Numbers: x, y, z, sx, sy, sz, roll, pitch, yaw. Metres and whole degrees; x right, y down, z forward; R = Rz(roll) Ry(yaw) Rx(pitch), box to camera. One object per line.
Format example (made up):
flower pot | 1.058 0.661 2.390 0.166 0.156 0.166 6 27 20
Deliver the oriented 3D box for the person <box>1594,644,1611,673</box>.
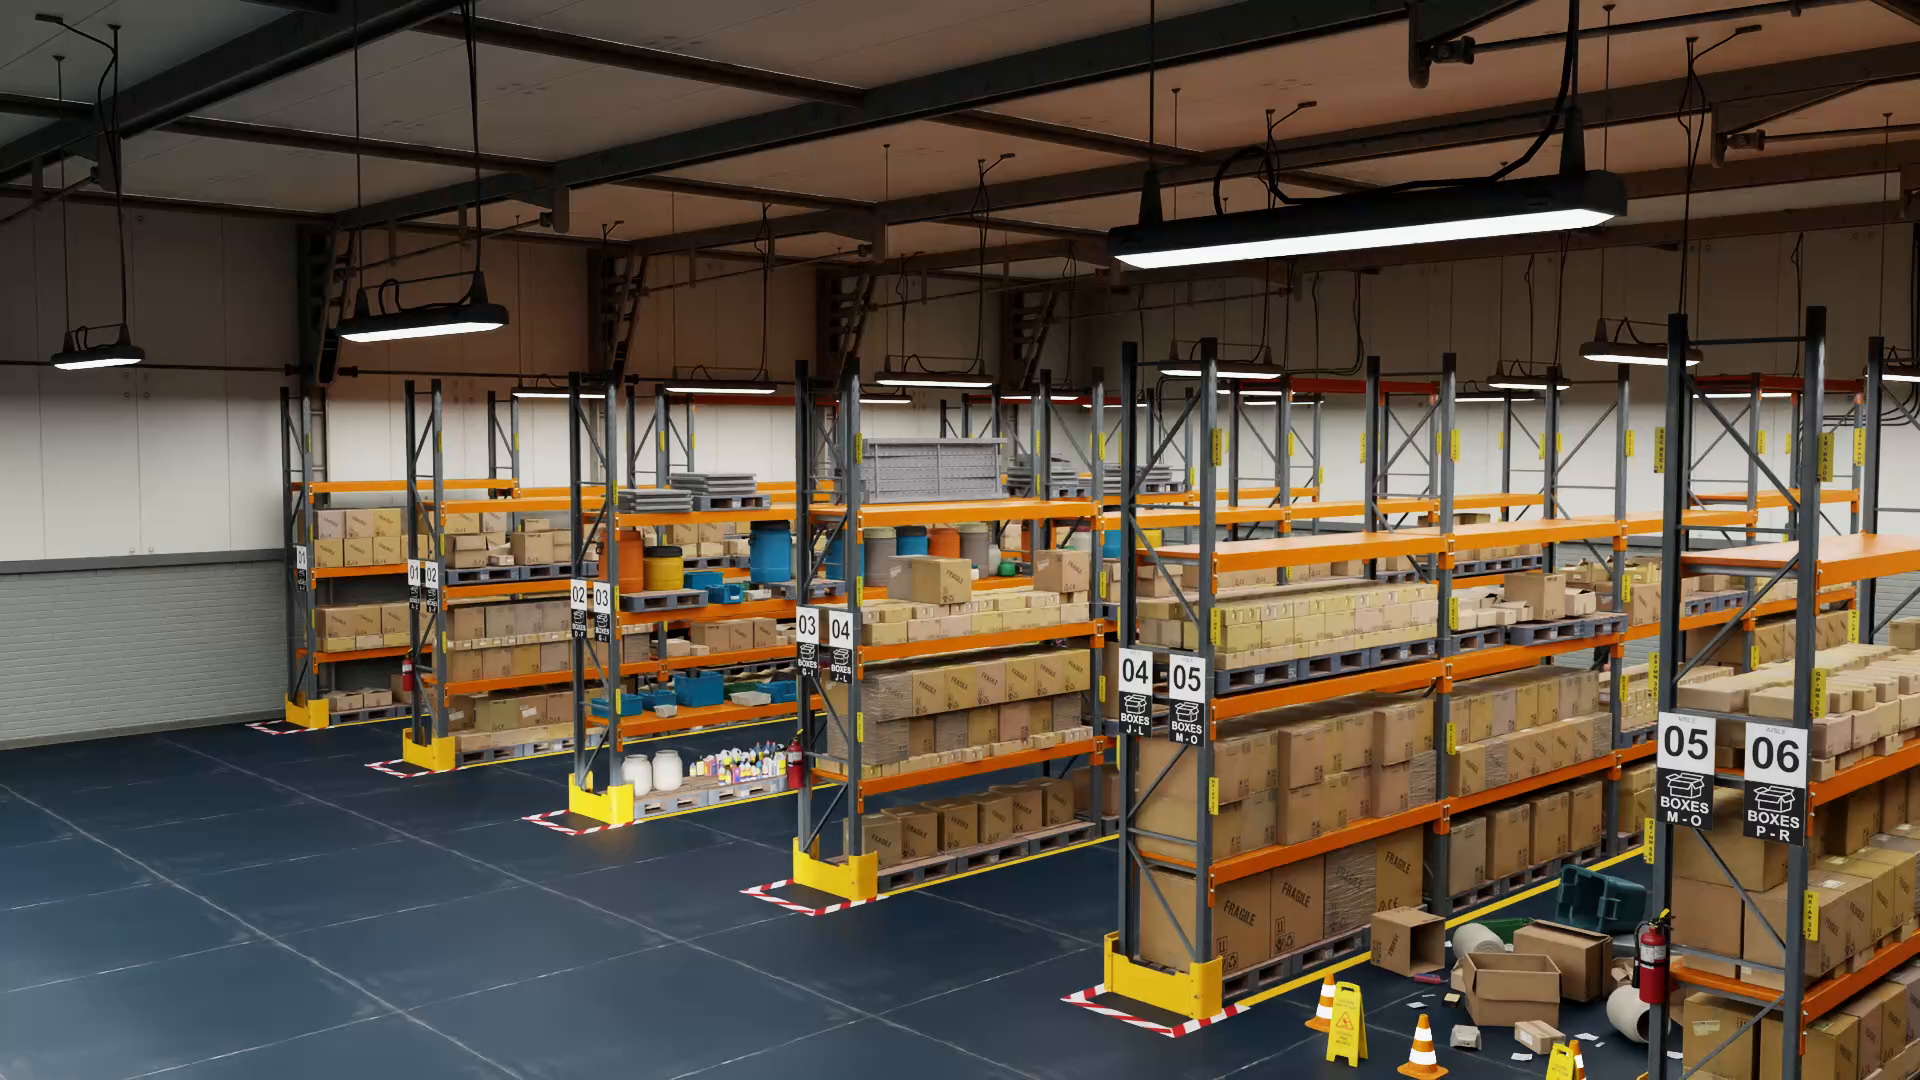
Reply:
person | 12.046 2.332 31.046 0.392 1.740 0.565 -1 4 -17
